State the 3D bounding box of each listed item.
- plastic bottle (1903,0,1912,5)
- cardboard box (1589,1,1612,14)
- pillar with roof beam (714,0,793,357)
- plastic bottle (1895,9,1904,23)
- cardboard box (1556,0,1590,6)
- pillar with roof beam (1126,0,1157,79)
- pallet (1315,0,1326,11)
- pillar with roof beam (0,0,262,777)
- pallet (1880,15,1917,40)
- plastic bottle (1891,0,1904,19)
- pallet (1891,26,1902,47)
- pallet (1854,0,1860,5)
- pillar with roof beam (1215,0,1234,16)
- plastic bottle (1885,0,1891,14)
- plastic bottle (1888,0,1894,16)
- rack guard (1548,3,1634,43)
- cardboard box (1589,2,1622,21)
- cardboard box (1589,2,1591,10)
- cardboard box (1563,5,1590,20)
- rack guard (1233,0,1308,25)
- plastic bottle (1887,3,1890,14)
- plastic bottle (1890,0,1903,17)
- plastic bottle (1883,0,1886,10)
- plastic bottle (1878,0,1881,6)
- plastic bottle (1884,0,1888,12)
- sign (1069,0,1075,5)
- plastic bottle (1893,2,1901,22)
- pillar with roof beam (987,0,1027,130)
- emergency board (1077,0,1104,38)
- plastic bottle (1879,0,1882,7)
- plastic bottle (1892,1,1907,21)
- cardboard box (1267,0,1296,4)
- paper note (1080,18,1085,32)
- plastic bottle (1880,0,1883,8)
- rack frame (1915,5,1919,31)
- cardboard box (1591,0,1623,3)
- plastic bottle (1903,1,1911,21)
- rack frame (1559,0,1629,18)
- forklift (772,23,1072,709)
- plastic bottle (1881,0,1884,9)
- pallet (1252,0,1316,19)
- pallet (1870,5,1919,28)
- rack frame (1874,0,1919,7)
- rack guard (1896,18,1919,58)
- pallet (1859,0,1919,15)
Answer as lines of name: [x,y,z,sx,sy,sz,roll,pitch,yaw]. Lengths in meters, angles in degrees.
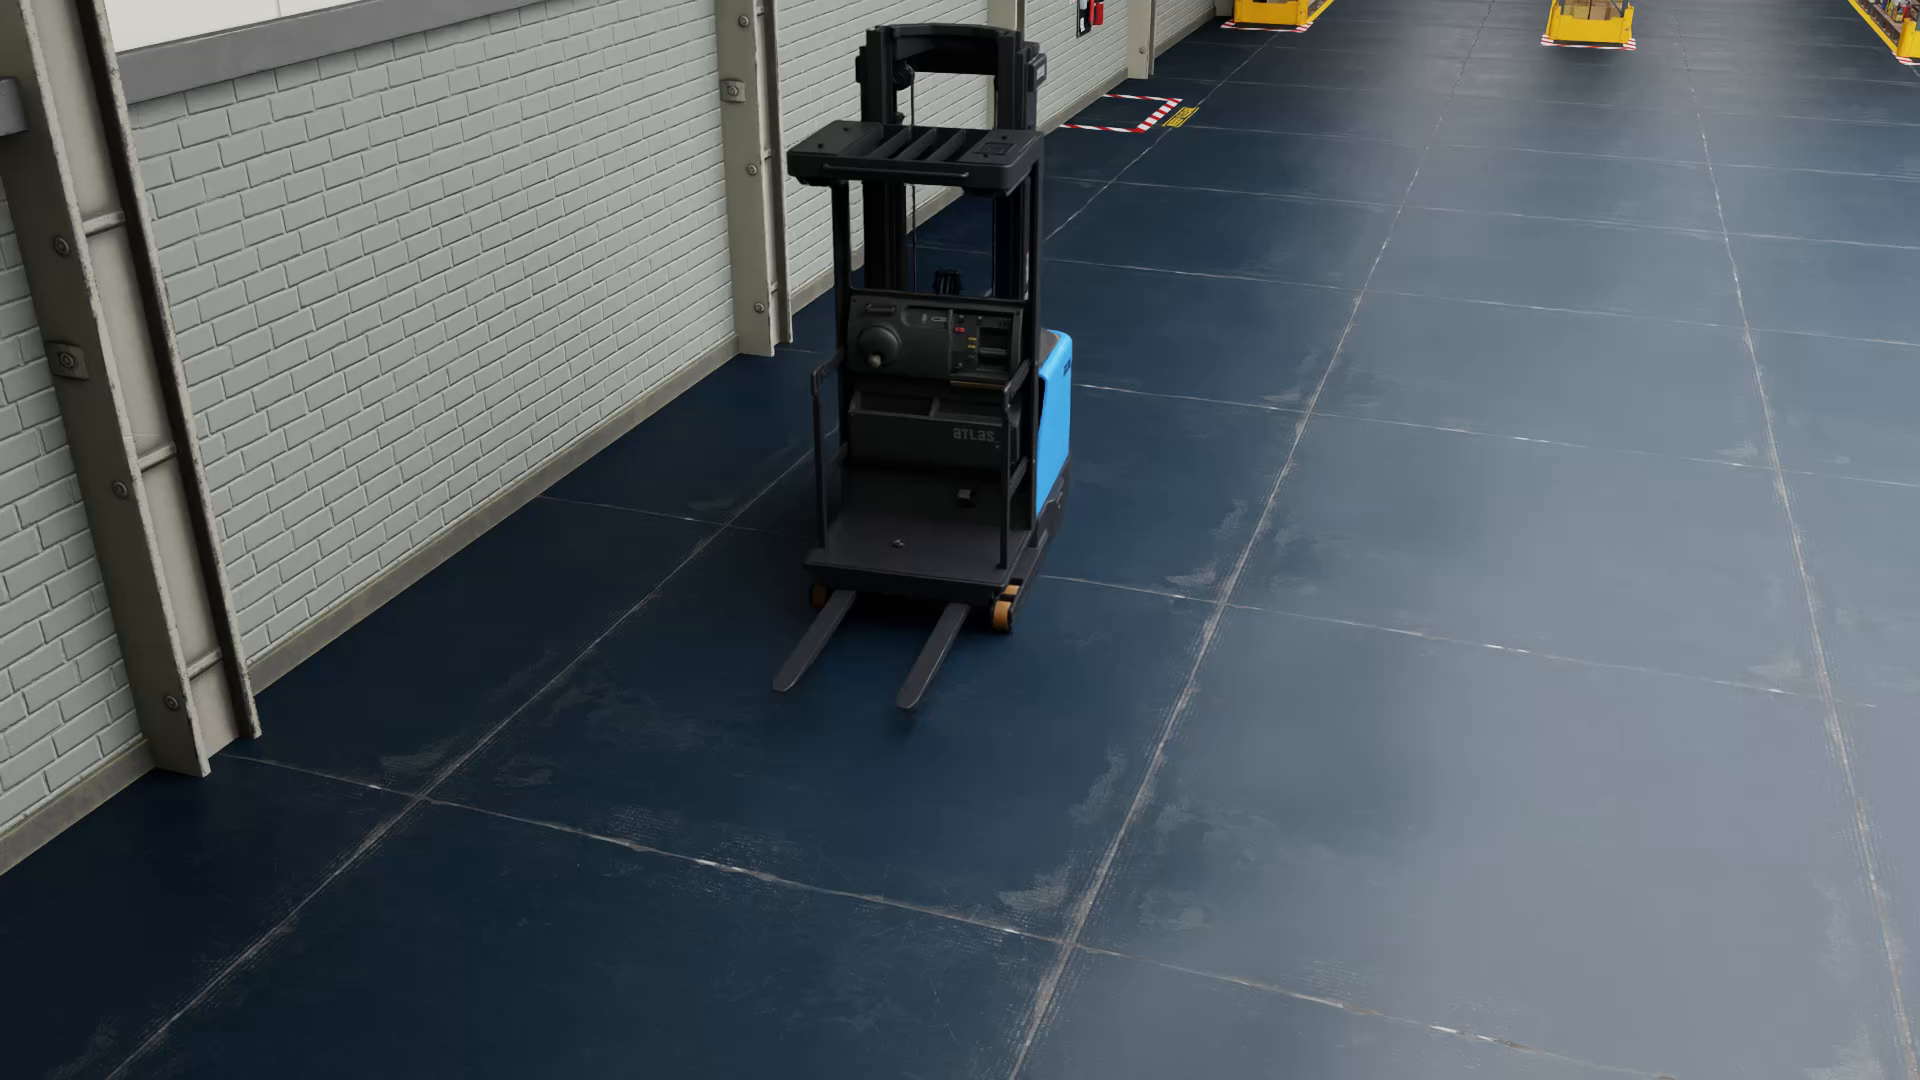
plastic bottle: [15.019,-8.472,26.426,0.152,0.276,0.135,9,27,17]
cardboard box: [10.285,-8.456,26.447,0.500,0.250,0.500,9,27,17]
pillar with roof beam: [2.549,-4.919,9.584,9.100,9.000,0.400,9,27,17]
plastic bottle: [14.602,-8.148,25.842,0.097,0.201,0.097,0,26,0]
cardboard box: [9.632,-8.663,26.013,0.500,0.500,0.500,9,27,17]
pillar with roof beam: [6.542,-9.851,19.769,9.100,9.000,0.400,9,27,17]
pallet: [5.798,-9.432,28.988,1.003,0.211,1.213,9,27,17]
pillar with roof beam: [0.552,-2.454,4.492,9.100,9.000,0.400,9,27,17]
pallet: [15.068,-8.007,26.044,1.003,0.211,1.213,9,27,17]
plastic bottle: [14.758,-8.338,26.149,0.152,0.276,0.135,8,27,16]
pallet: [14.660,-7.507,25.012,1.003,0.211,1.213,9,27,17]
pallet: [16.364,-9.611,29.358,1.003,0.211,1.213,9,27,17]
pillar with roof beam: [8.539,-12.316,24.862,9.100,9.000,0.400,9,27,17]
plastic bottle: [14.918,-8.599,26.680,0.061,0.283,0.133,10,28,20]
plastic bottle: [14.871,-8.517,26.433,0.144,0.351,0.185,9,27,17]
rack guard: [9.726,-7.976,25.649,1.175,0.500,0.348,9,27,17]
cardboard box: [10.123,-8.250,26.021,0.500,0.250,0.500,9,27,17]
cardboard box: [10.452,-8.662,26.871,0.500,0.250,0.500,9,27,17]
cardboard box: [9.634,-8.325,26.176,0.500,0.250,0.500,9,27,17]
rack guard: [5.087,-8.734,27.215,1.175,0.500,0.348,9,27,17]
plastic bottle: [14.896,-8.511,26.593,0.097,0.201,0.097,0,26,0]
plastic bottle: [14.809,-8.440,26.275,0.144,0.351,0.185,10,28,20]
plastic bottle: [15.075,-8.769,26.954,0.144,0.351,0.185,10,27,19]
plastic bottle: [15.216,-8.937,27.393,0.097,0.271,0.097,0,26,0]
plastic bottle: [15.012,-8.691,26.793,0.144,0.351,0.185,8,27,15]
sign: [1.343,-6.569,19.834,0.001,0.329,0.234,9,27,17]
plastic bottle: [14.624,-8.235,25.929,0.061,0.283,0.133,9,27,19]
pillar with roof beam: [4.545,-7.385,14.677,9.100,9.000,0.400,9,27,17]
emergency board: [1.624,-6.765,20.280,0.194,1.169,0.643,9,27,17]
plastic bottle: [15.182,-8.864,27.322,0.097,0.201,0.097,0,26,0]
plastic bottle: [14.712,-8.281,26.032,0.152,0.276,0.135,9,27,18]
cardboard box: [5.377,-9.087,27.656,0.500,0.311,0.500,6,26,12]
paper note: [1.500,-6.306,20.342,0.016,0.148,0.142,9,27,17]
plastic bottle: [15.148,-8.822,27.235,0.097,0.201,0.097,0,26,0]
rack frame: [14.404,-8.391,23.638,1.000,3.000,0.127,9,27,17]
cardboard box: [10.287,-8.794,26.283,0.500,0.500,0.500,9,27,17]
plastic bottle: [14.812,-8.269,25.999,0.061,0.283,0.133,9,27,17]
rack frame: [9.734,-9.111,25.125,1.000,3.000,0.127,9,27,17]
forklift: [-0.184,-1.019,8.492,1.130,2.935,3.031,6,27,13]
plastic bottle: [15.134,-8.803,27.109,0.152,0.276,0.135,10,27,19]
pallet: [5.391,-8.932,27.956,1.003,0.211,1.213,9,27,17]
pallet: [15.472,-8.510,27.083,1.003,0.211,1.213,9,27,17]
rack frame: [15.735,-10.035,27.033,1.000,3.000,0.127,9,27,17]
rack guard: [14.385,-7.304,24.261,1.175,0.500,0.348,9,27,17]
pallet: [15.960,-9.108,28.319,1.003,0.211,1.213,9,27,17]
